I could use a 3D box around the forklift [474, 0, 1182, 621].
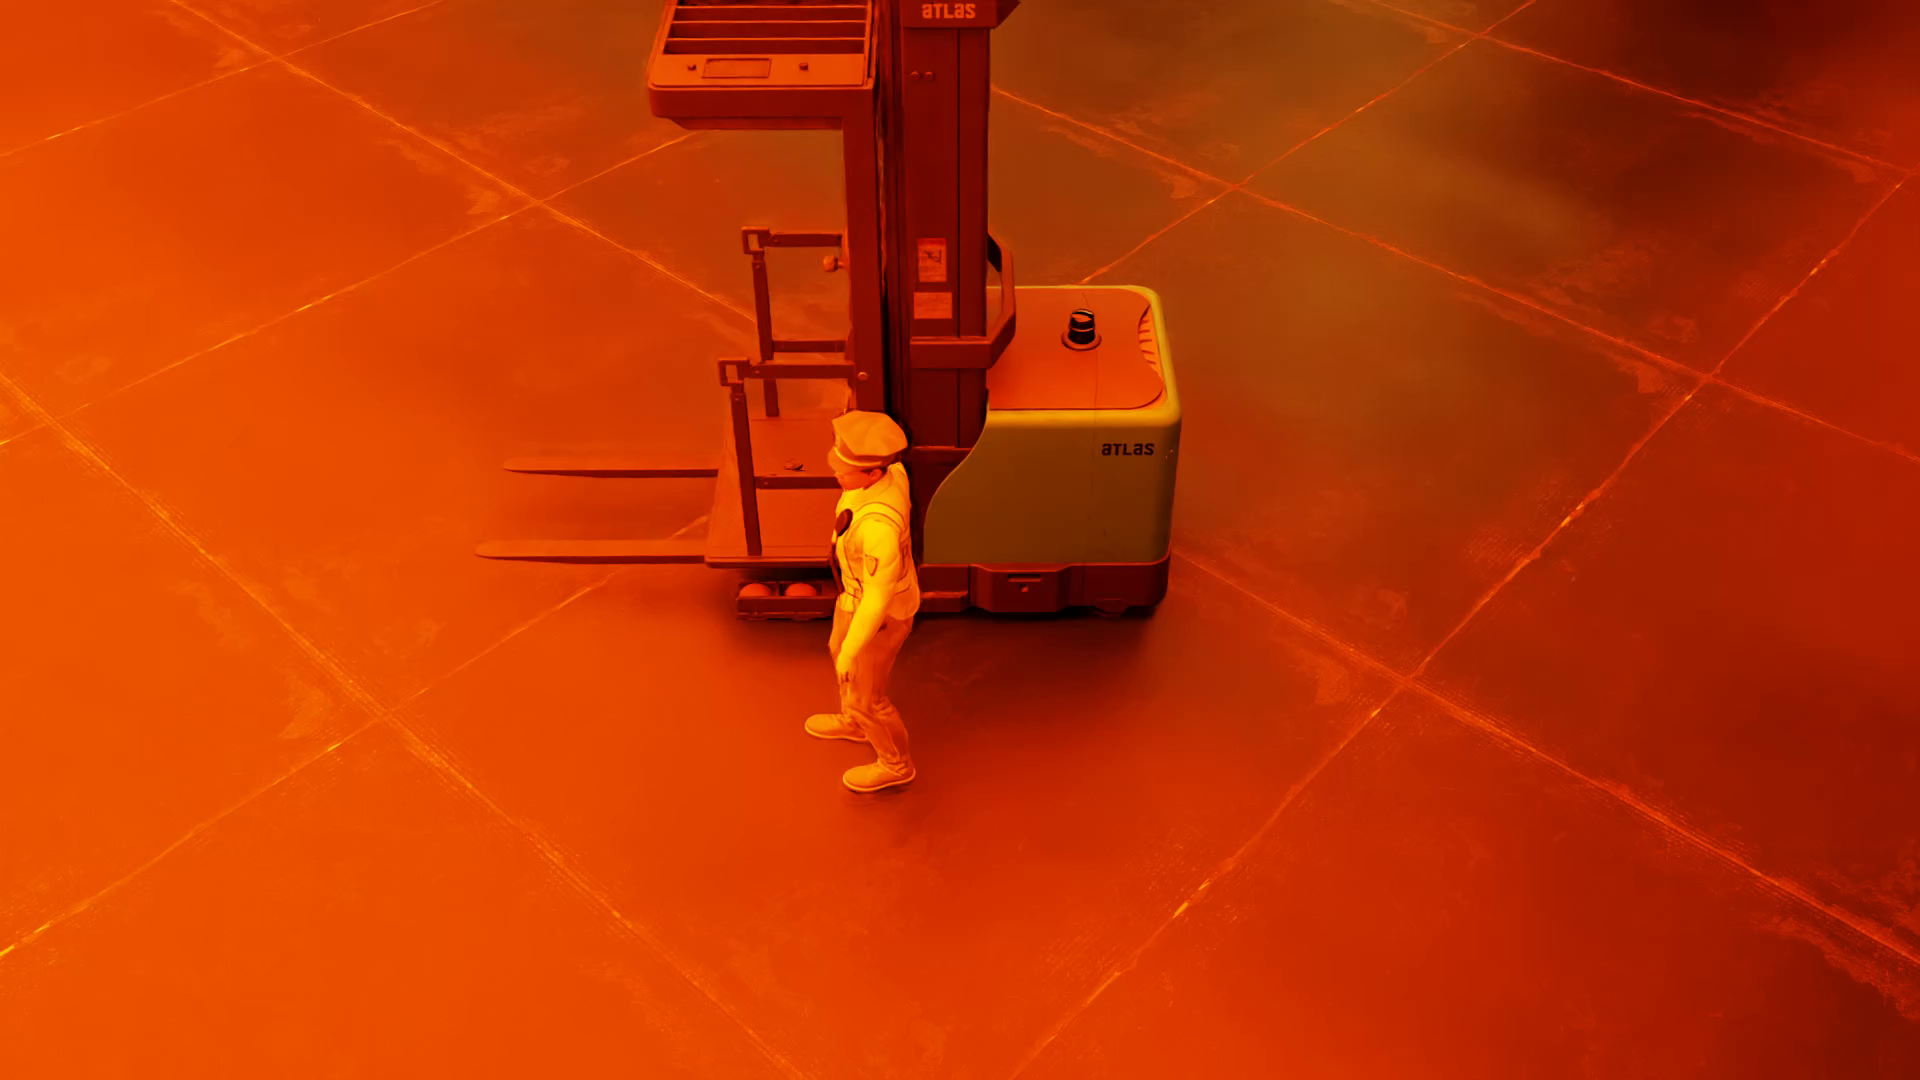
[{"bbox_3d":[-0.611,-1.106,6.717,3.031,2.935,1.130,0,41,0],"label":"forklift"}]

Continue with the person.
[{"bbox_3d":[-0.384,0.238,6.130,0.478,1.659,0.657,-2,41,-2],"label":"person"}]
